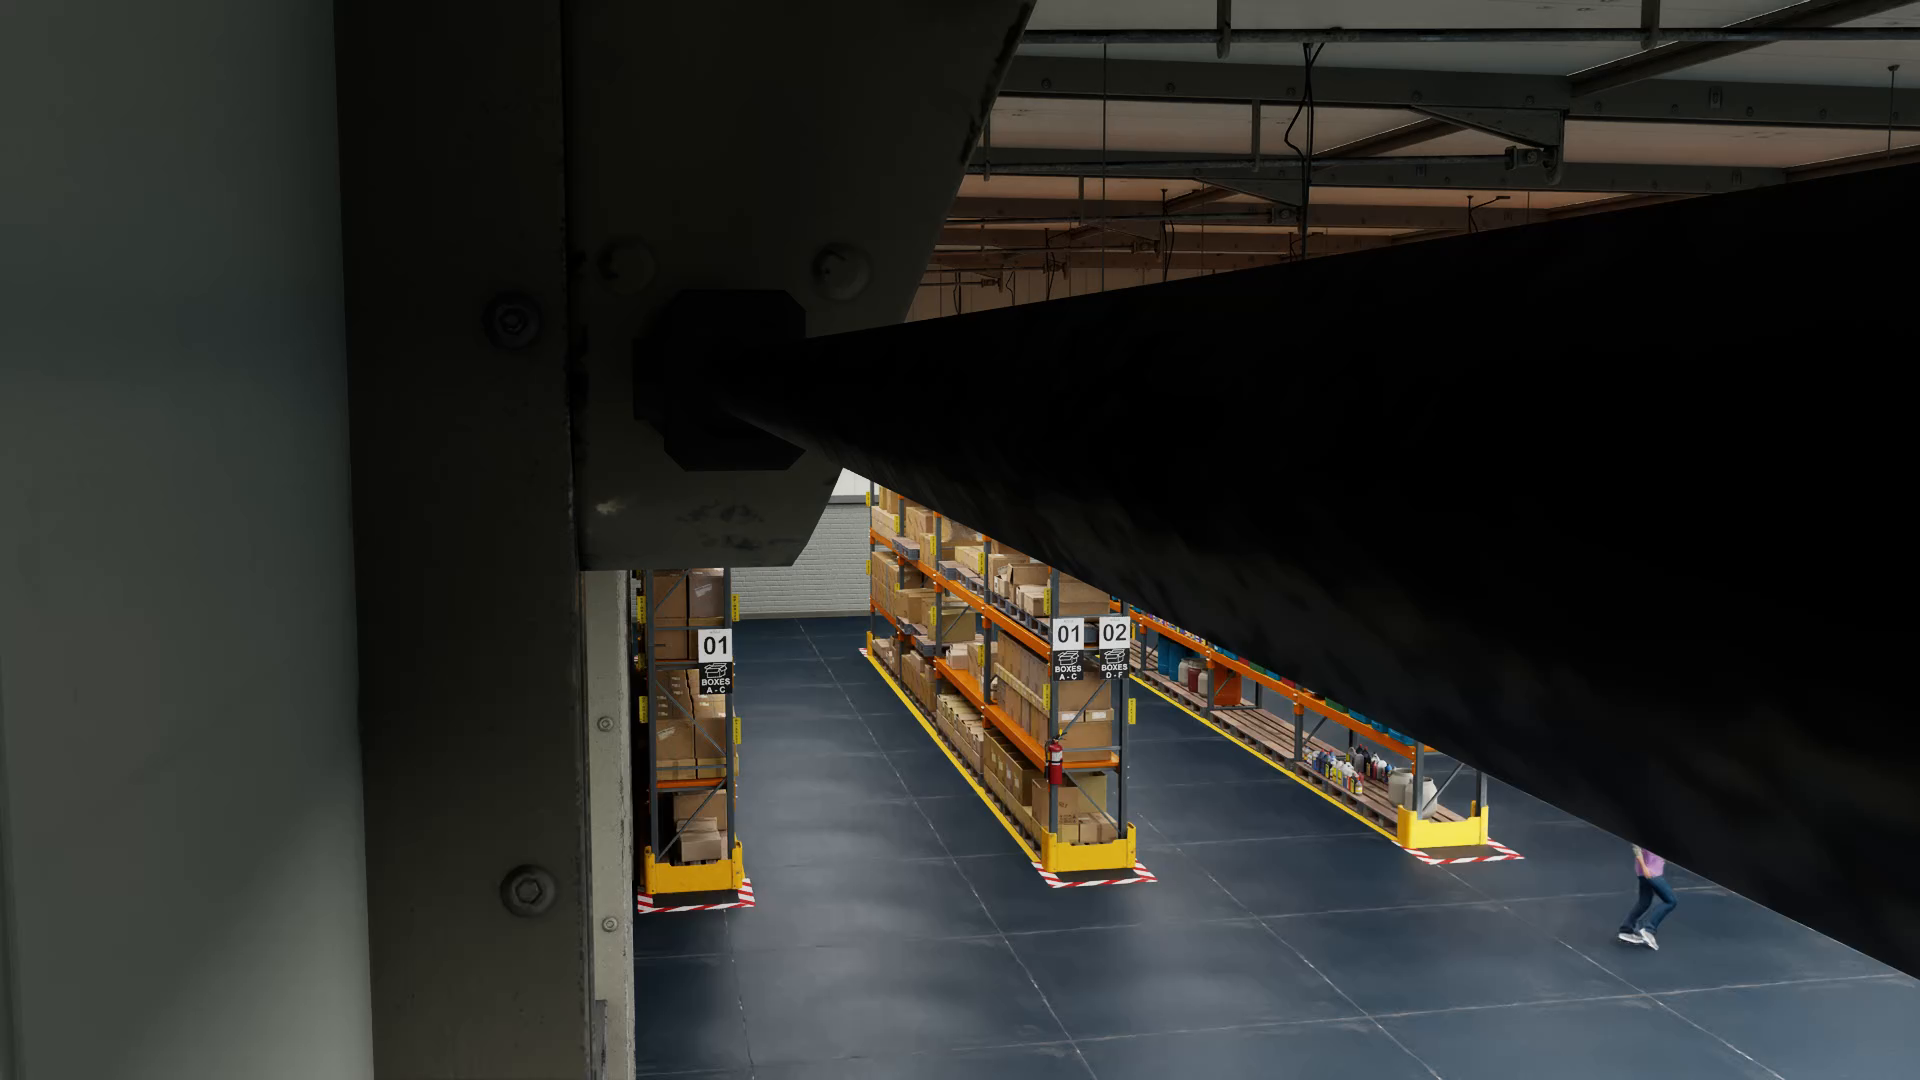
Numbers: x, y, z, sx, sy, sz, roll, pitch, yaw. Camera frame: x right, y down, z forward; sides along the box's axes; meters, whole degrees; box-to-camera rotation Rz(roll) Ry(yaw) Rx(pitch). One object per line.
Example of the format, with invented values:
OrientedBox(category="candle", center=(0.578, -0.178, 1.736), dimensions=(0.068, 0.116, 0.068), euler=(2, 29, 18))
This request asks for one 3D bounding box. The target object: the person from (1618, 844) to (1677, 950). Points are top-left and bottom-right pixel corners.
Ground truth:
OrientedBox(category="person", center=(7.546, 3.651, 18.122), dimensions=(0.658, 1.591, 0.534), euler=(2, 6, 14))
